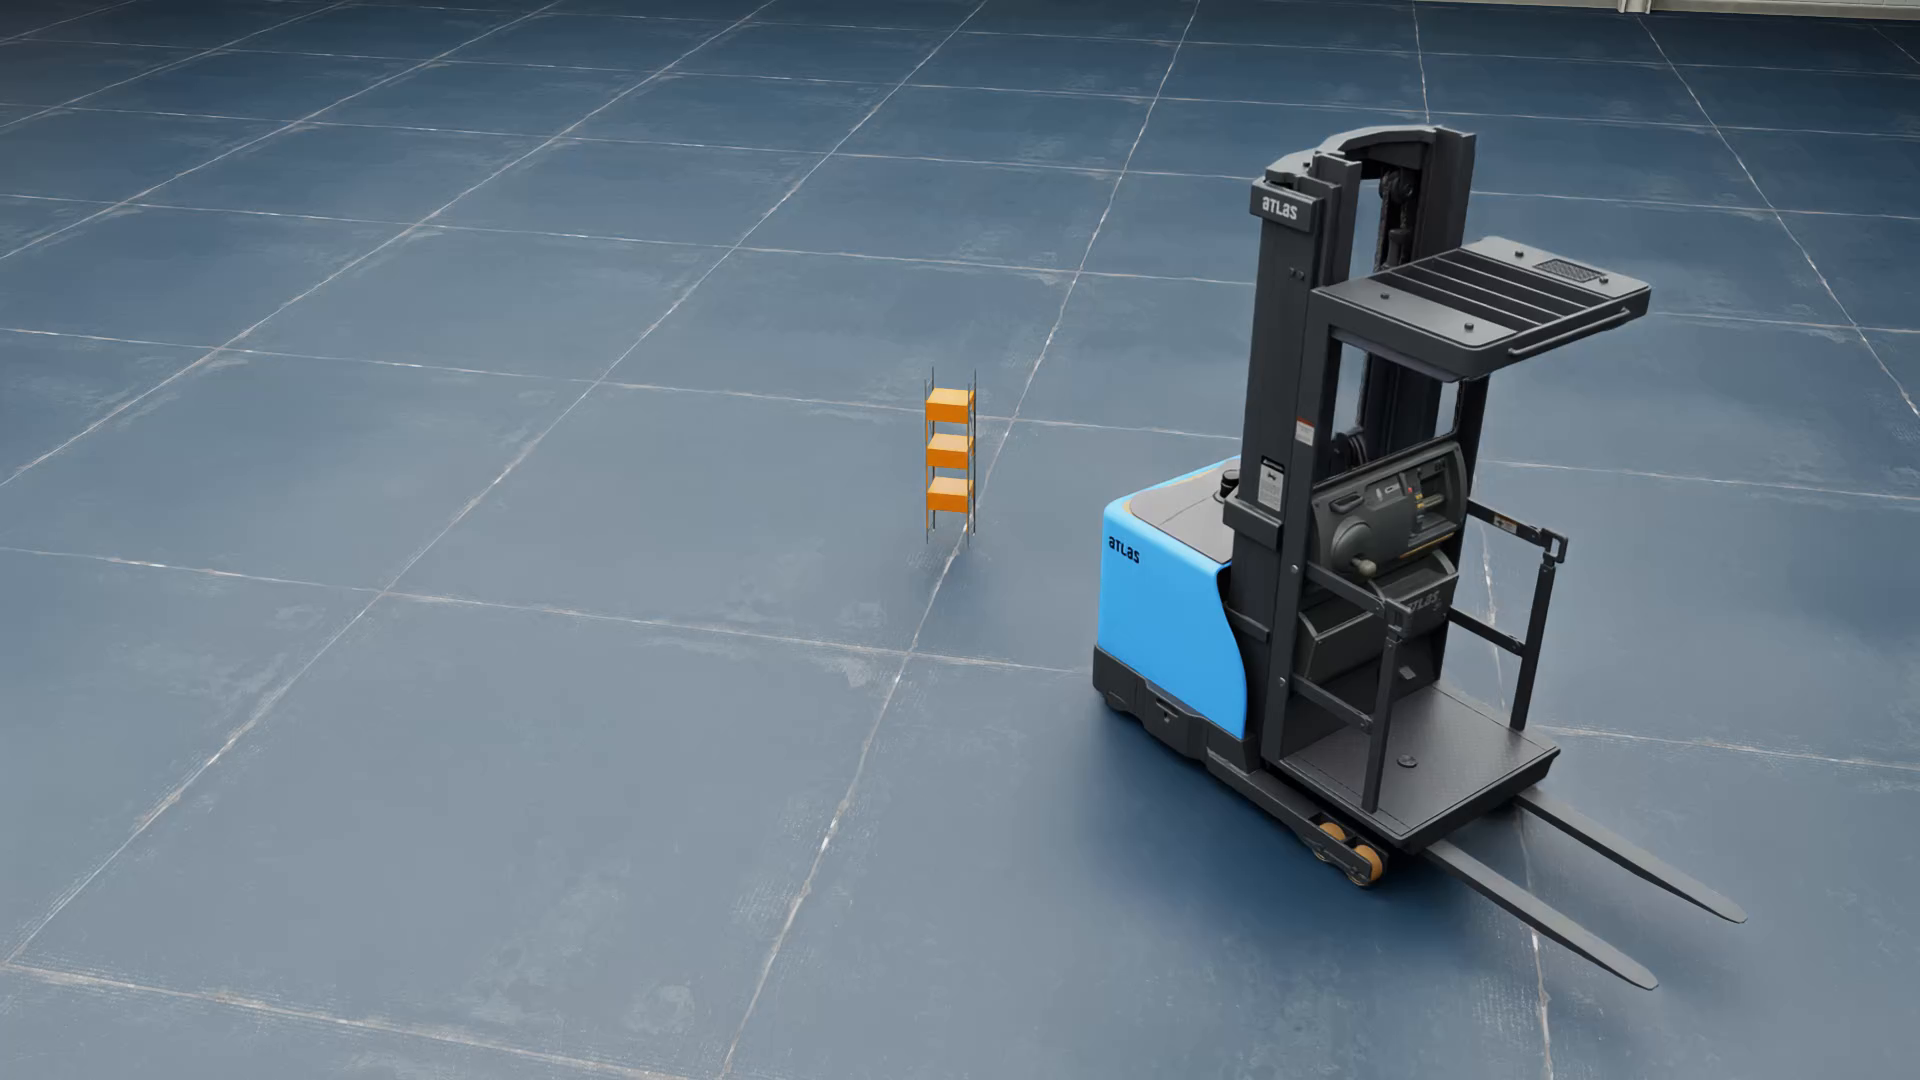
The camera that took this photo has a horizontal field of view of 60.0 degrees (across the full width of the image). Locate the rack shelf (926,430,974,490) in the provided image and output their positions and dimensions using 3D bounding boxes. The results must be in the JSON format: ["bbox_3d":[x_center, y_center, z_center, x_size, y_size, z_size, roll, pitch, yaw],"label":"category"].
[{"bbox_3d":[-0.052,-0.457,9.513,0.240,0.259,0.215,6,29,11],"label":"rack shelf"}]

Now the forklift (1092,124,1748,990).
[{"bbox_3d":[1.943,-0.087,6.856,1.130,2.935,3.031,-20,34,-32],"label":"forklift"}]

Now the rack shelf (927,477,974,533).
[{"bbox_3d":[-0.052,-0.213,9.646,0.240,0.259,0.215,6,29,11],"label":"rack shelf"}]

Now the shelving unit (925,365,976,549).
[{"bbox_3d":[-0.052,-0.466,9.508,0.252,1.050,0.215,6,29,11],"label":"shelving unit"}]

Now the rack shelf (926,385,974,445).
[{"bbox_3d":[-0.052,-0.705,9.377,0.240,0.259,0.215,6,29,11],"label":"rack shelf"}]

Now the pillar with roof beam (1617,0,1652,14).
[{"bbox_3d":[8.529,-9.336,17.433,0.400,9.000,9.100,6,29,11],"label":"pillar with roof beam"}]

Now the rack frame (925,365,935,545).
[{"bbox_3d":[-0.172,-0.478,9.530,0.008,1.050,0.200,6,29,11],"label":"rack frame"}]

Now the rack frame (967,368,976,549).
[{"bbox_3d":[0.067,-0.454,9.485,0.008,1.050,0.200,6,29,11],"label":"rack frame"}]
